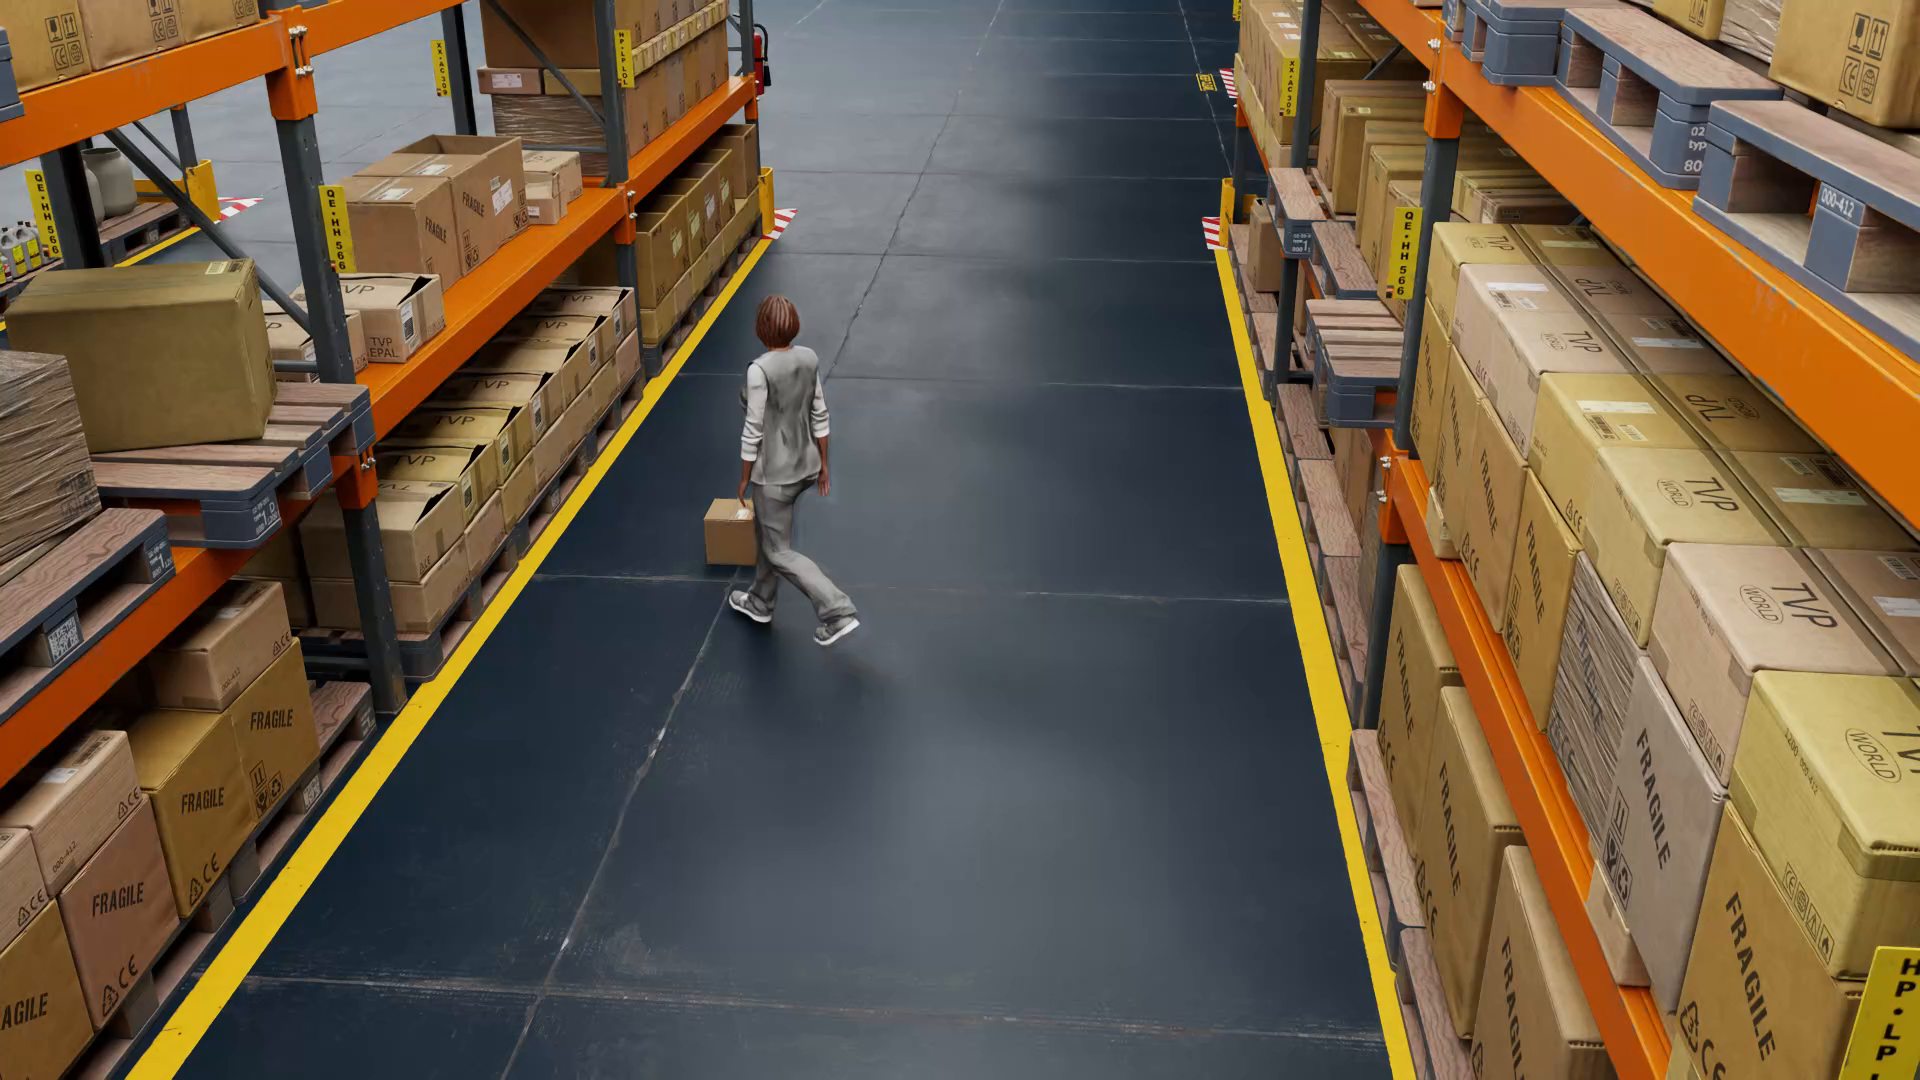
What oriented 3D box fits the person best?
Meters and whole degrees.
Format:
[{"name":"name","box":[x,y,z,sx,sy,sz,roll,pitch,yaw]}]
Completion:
[{"name":"person","box":[-0.738,-0.295,7.240,0.856,1.560,0.417,16,29,30]}]
